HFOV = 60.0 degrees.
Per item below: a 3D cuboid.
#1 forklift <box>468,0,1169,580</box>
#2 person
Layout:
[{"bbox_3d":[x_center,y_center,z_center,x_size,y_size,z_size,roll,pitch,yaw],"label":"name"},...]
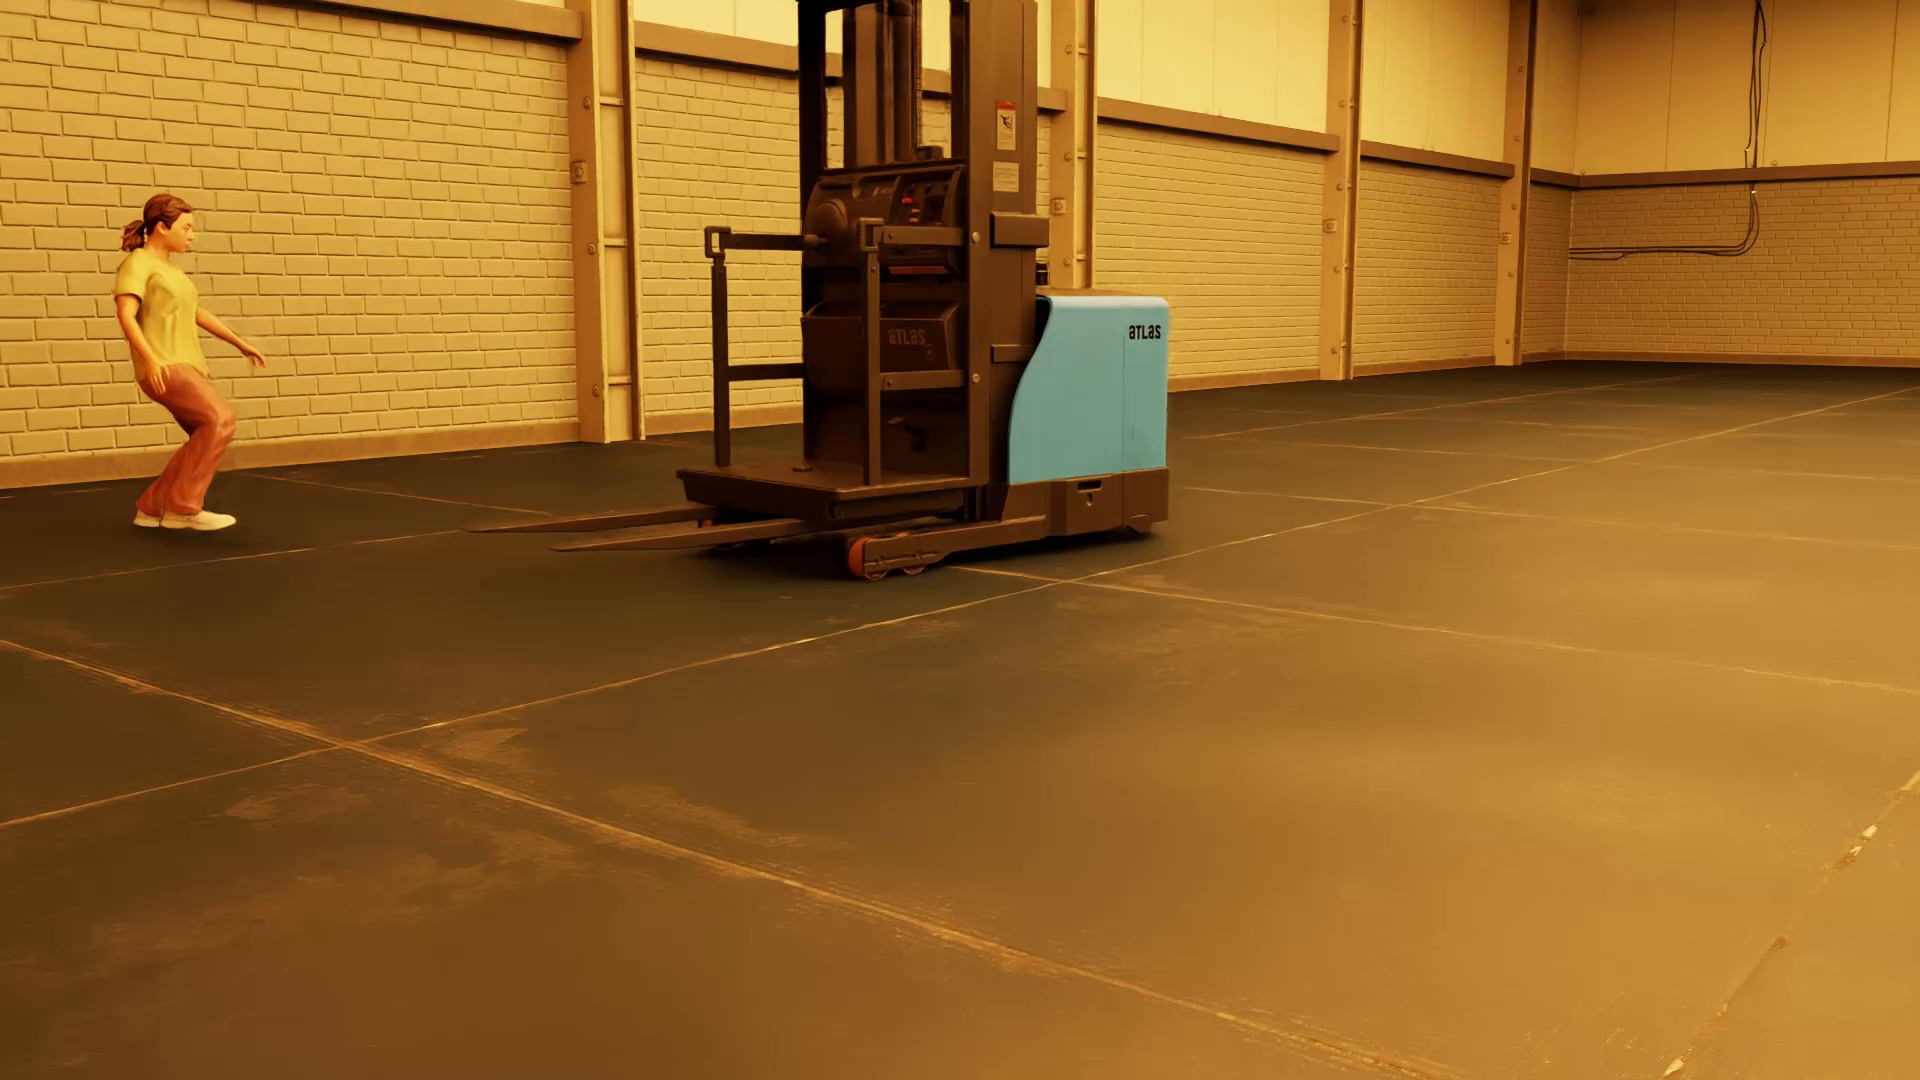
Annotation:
[{"bbox_3d":[-0.478,-1.381,6.718,3.031,2.935,1.130,-8,11,-42],"label":"forklift"},{"bbox_3d":[-3.515,-0.775,7.511,0.681,1.552,0.873,0,8,-2],"label":"person"}]
